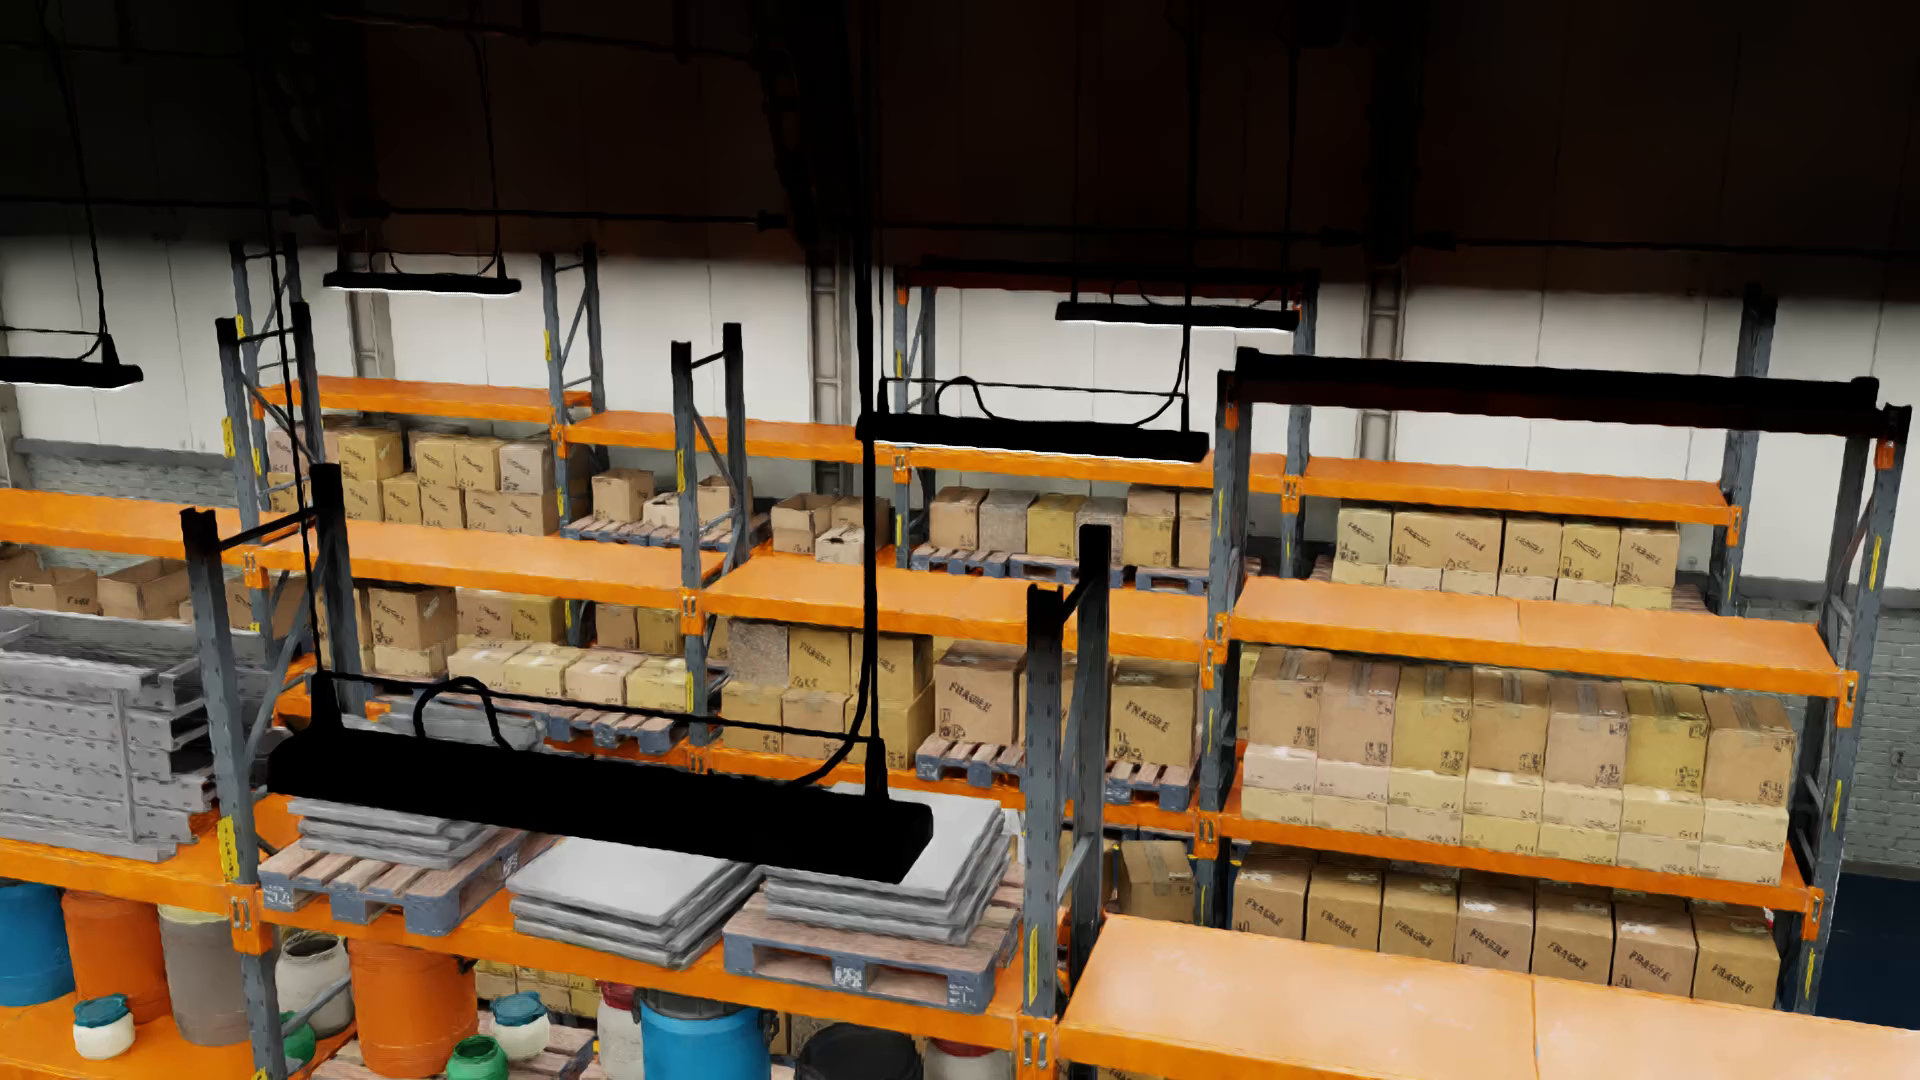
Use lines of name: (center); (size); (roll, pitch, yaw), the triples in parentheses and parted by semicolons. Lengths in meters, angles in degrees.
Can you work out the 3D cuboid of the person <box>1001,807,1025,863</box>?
person: (0.458, 2.952, 15.407); (0.544, 1.733, 0.729); (5, 17, 16)
